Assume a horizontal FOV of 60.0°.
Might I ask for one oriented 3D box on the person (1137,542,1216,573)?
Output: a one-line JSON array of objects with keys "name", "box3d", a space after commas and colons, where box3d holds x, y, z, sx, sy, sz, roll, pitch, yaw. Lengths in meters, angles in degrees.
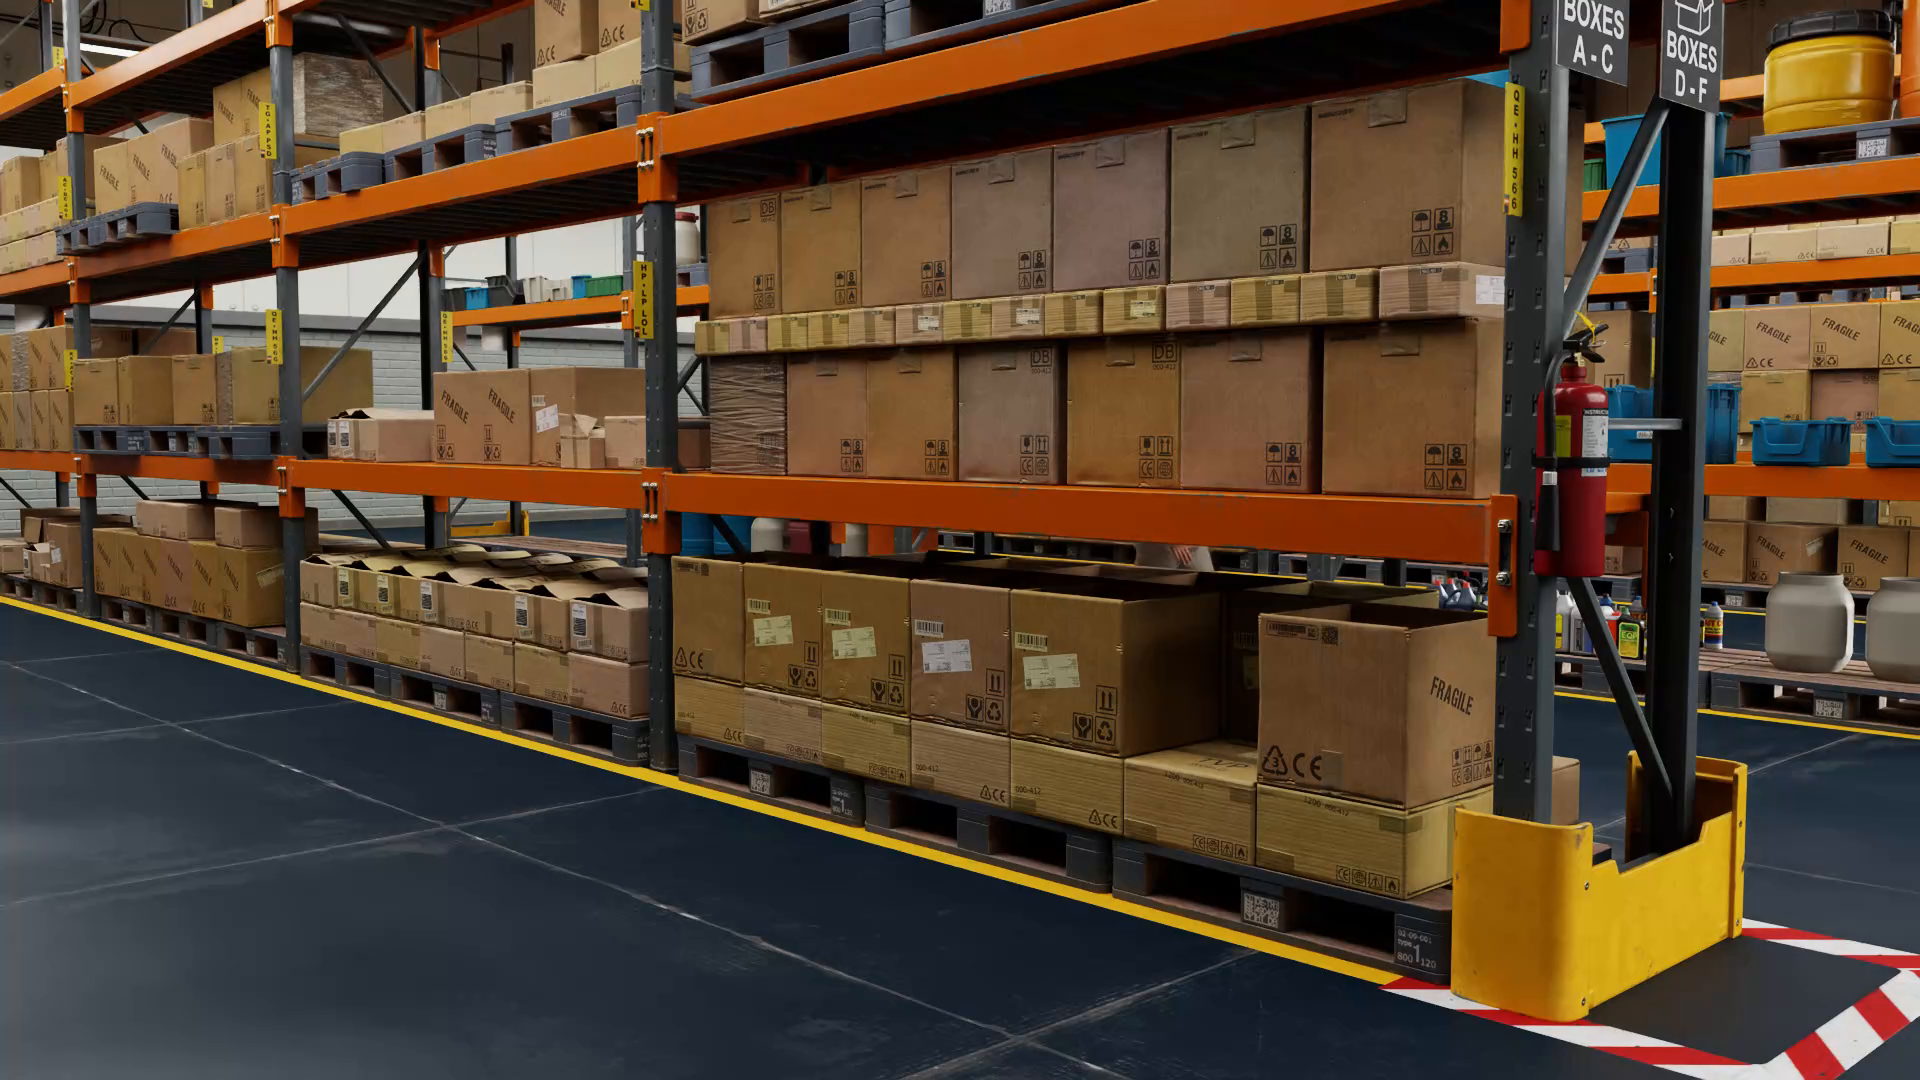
[{"name": "person", "box3d": [1.242, 0.009, 9.395, 0.546, 1.692, 0.879, -4, 5, -43]}]
